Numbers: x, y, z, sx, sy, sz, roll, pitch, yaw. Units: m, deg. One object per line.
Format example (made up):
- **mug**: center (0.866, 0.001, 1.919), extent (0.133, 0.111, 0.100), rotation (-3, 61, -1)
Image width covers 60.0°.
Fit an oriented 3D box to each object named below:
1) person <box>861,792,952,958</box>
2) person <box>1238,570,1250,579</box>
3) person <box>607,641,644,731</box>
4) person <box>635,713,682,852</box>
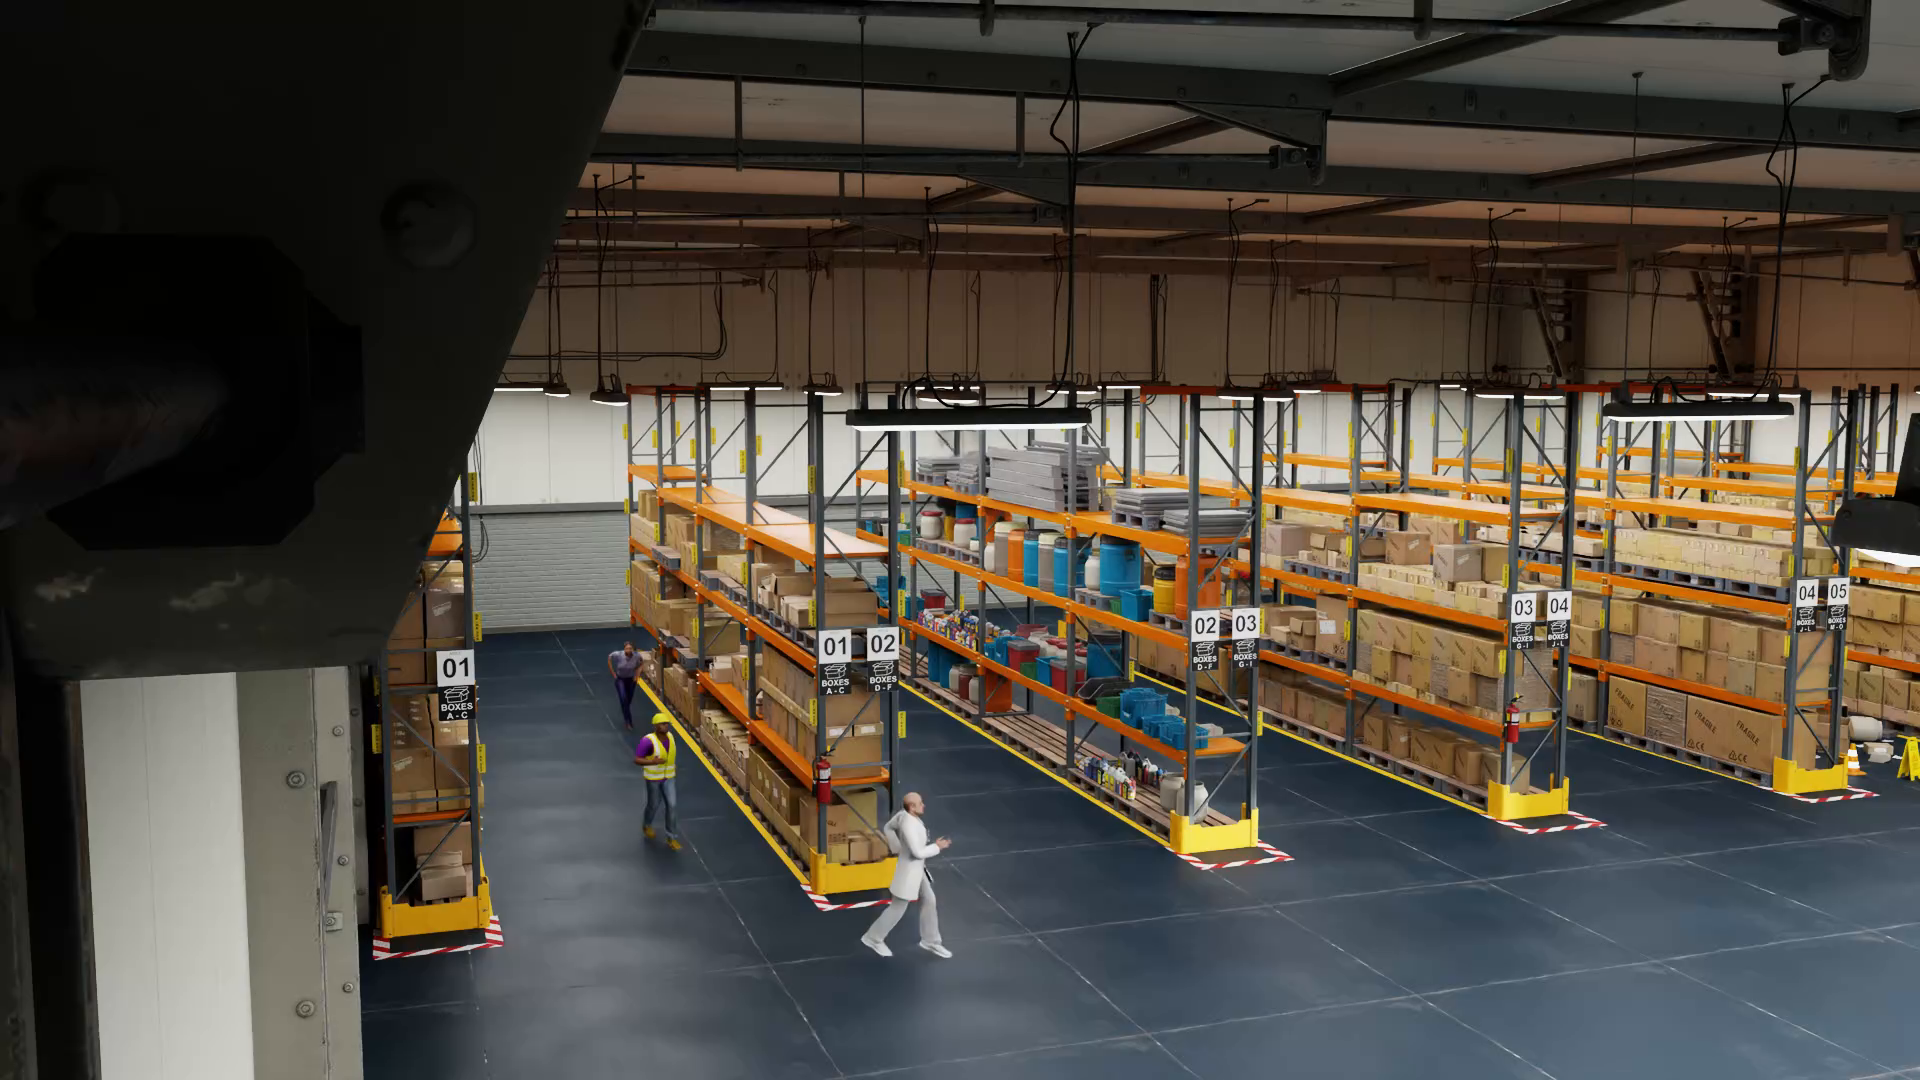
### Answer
- **person**: center (-0.571, 3.593, 17.777), extent (0.977, 1.822, 0.680), rotation (0, 6, 1)
- **person**: center (7.010, 1.293, 41.125), extent (0.638, 1.664, 0.762), rotation (-3, 6, -23)
- **person**: center (-5.935, 2.523, 29.490), extent (0.642, 1.586, 0.976), rotation (-2, 6, -18)
- **person**: center (-4.012, 3.179, 22.032), extent (0.670, 1.809, 0.869), rotation (-5, 8, -38)
